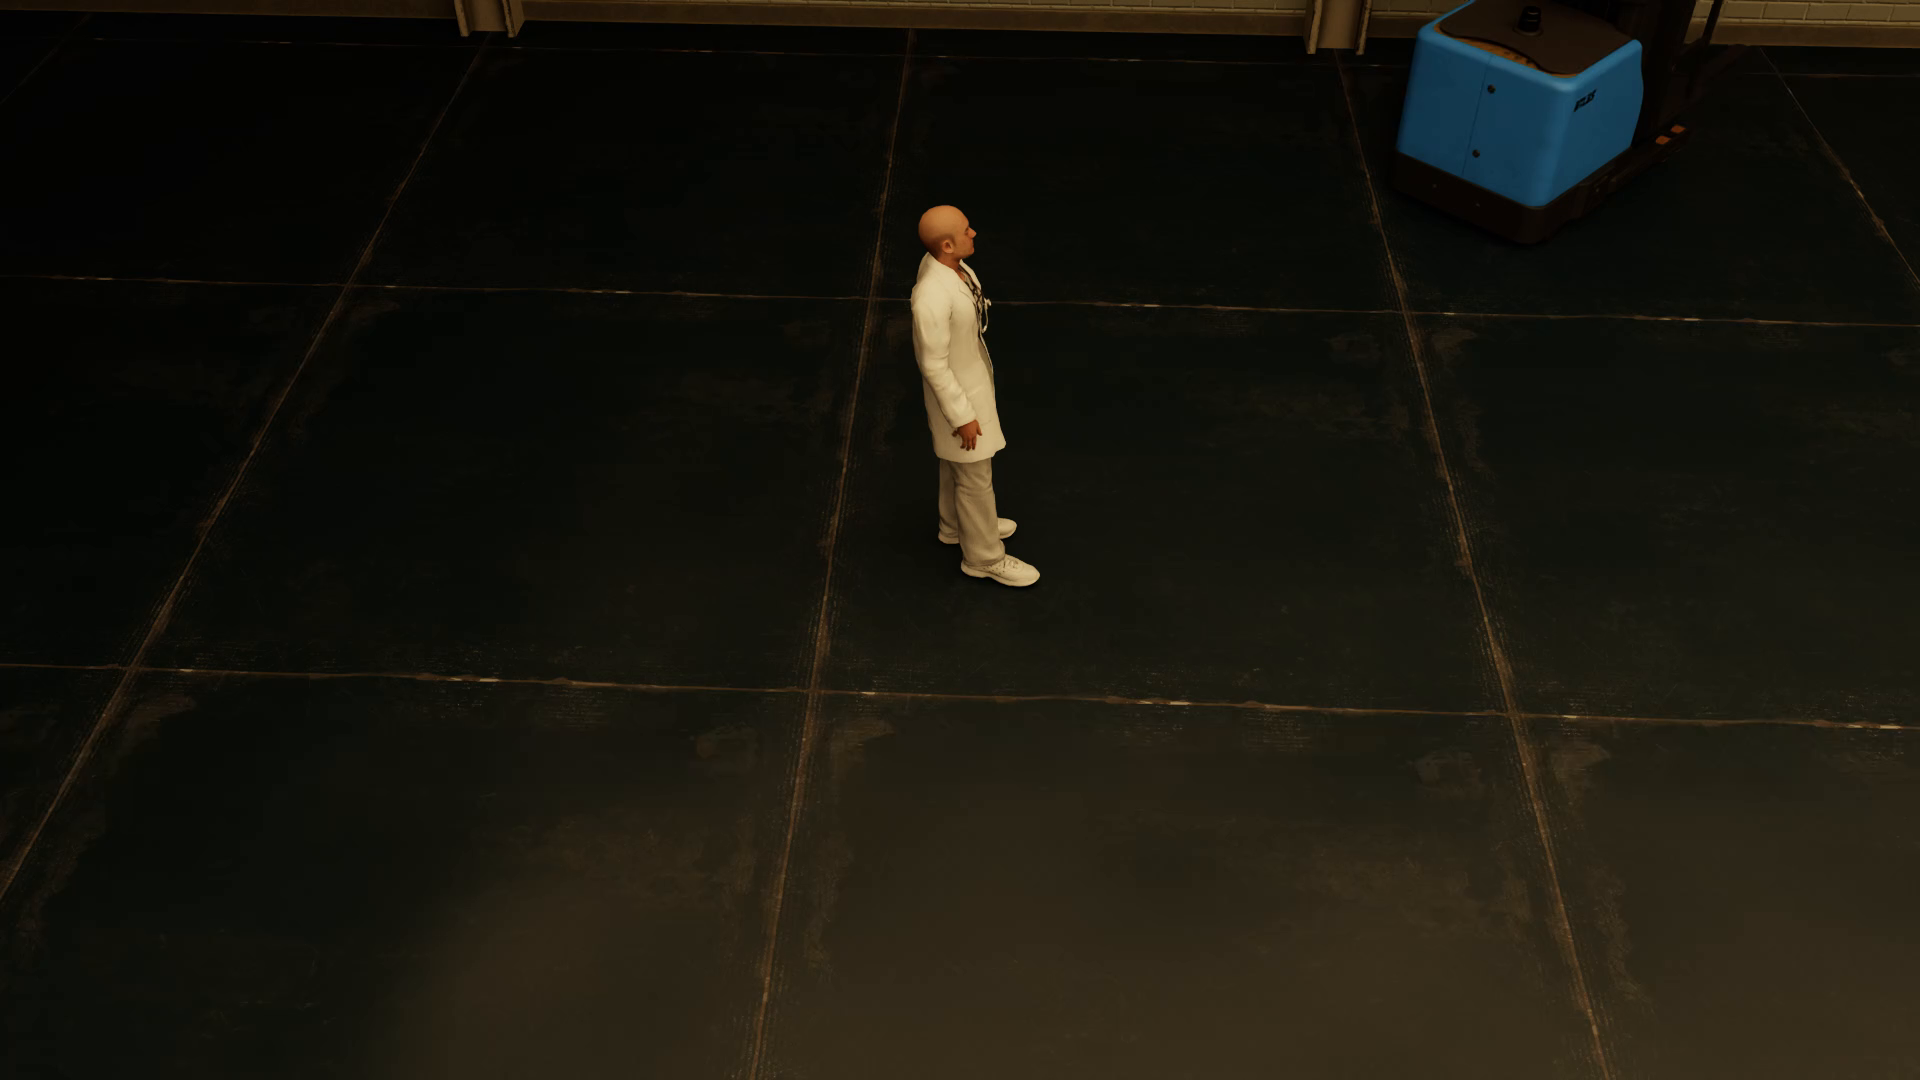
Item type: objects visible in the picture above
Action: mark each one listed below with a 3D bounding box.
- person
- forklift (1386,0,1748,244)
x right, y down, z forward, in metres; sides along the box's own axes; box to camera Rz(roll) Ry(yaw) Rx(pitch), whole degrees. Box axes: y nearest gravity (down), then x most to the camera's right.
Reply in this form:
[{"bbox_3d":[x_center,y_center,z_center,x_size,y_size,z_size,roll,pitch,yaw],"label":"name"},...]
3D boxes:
[{"bbox_3d":[0.091,-0.657,7.306,0.578,1.778,0.696,2,42,2],"label":"person"},{"bbox_3d":[4.018,-3.694,9.788,3.031,2.935,1.130,-34,52,-31],"label":"forklift"}]
